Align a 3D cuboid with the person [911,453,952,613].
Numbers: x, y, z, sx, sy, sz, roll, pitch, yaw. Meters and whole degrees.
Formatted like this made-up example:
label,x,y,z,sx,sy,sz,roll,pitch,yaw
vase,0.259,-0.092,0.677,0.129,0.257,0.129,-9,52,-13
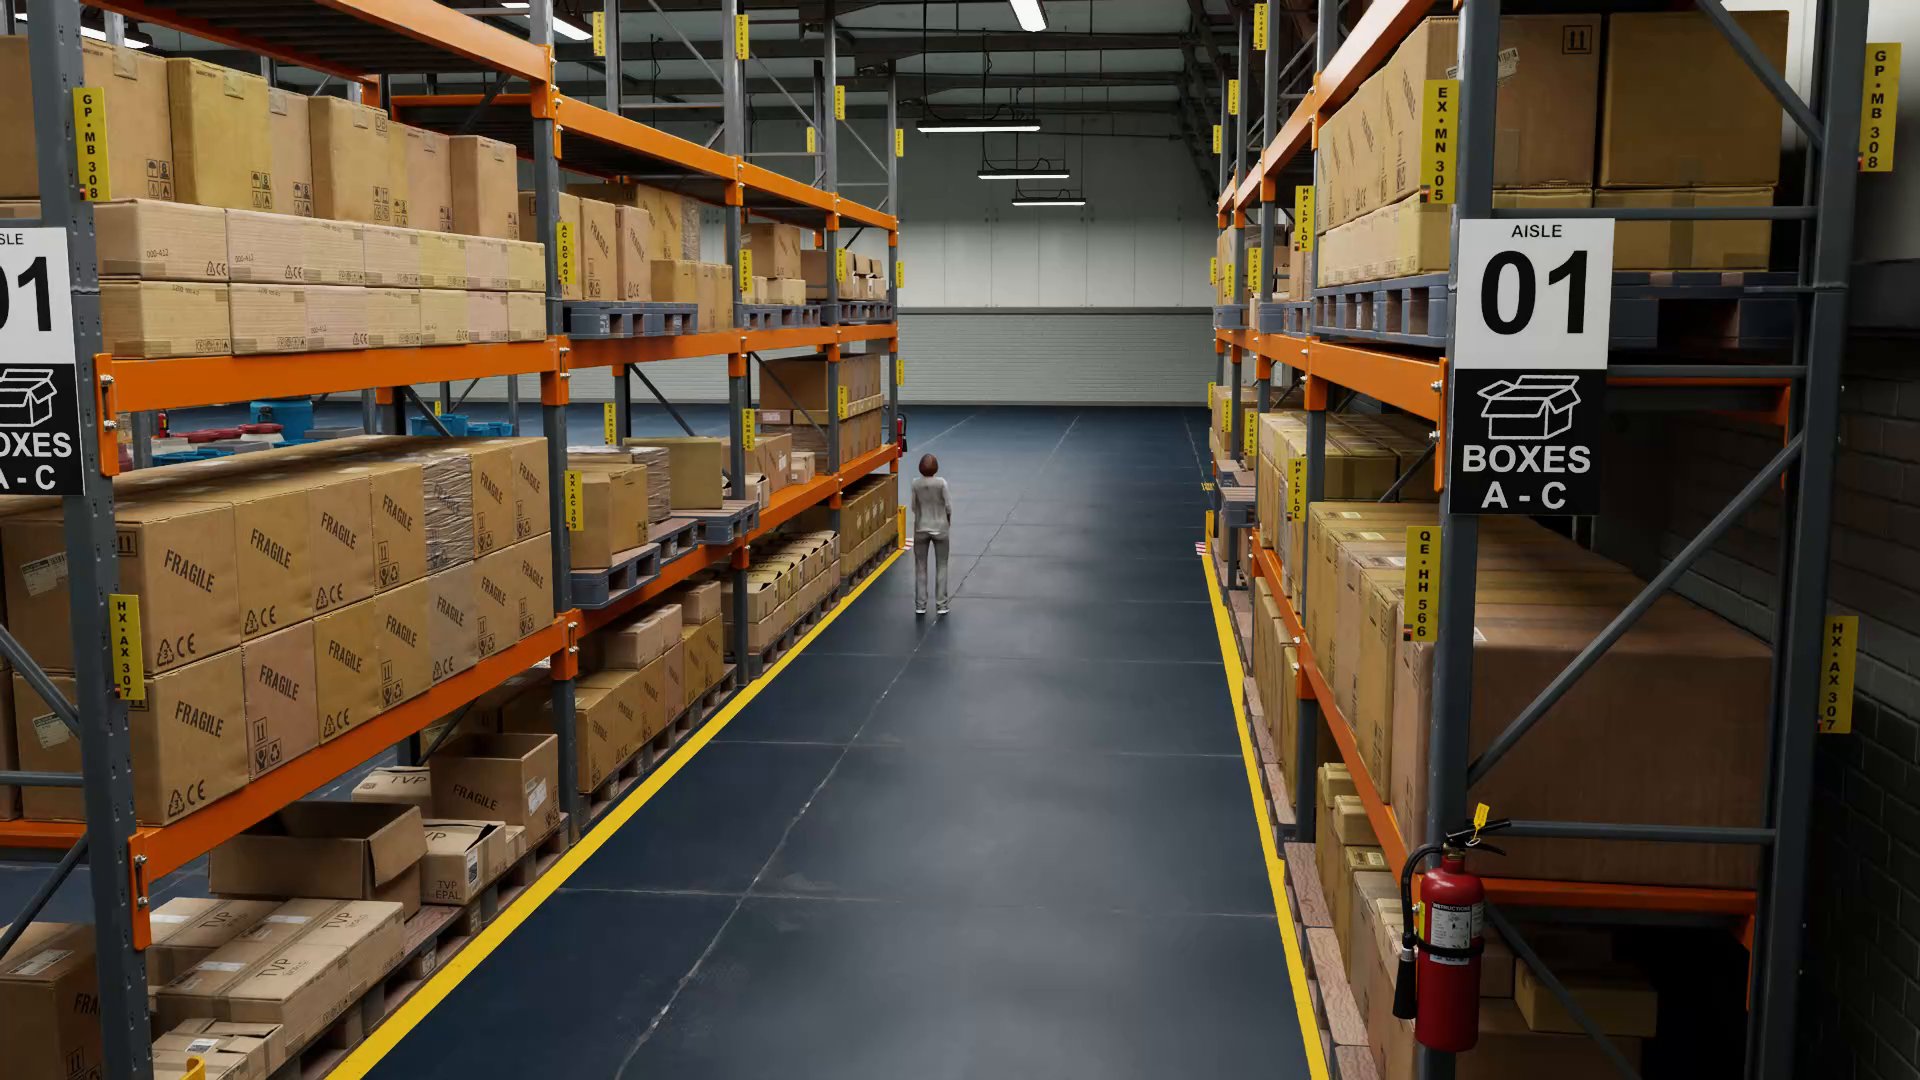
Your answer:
label,x,y,z,sx,sy,sz,roll,pitch,yaw
person,-0.279,-0.076,16.412,0.407,1.588,0.491,1,8,6
